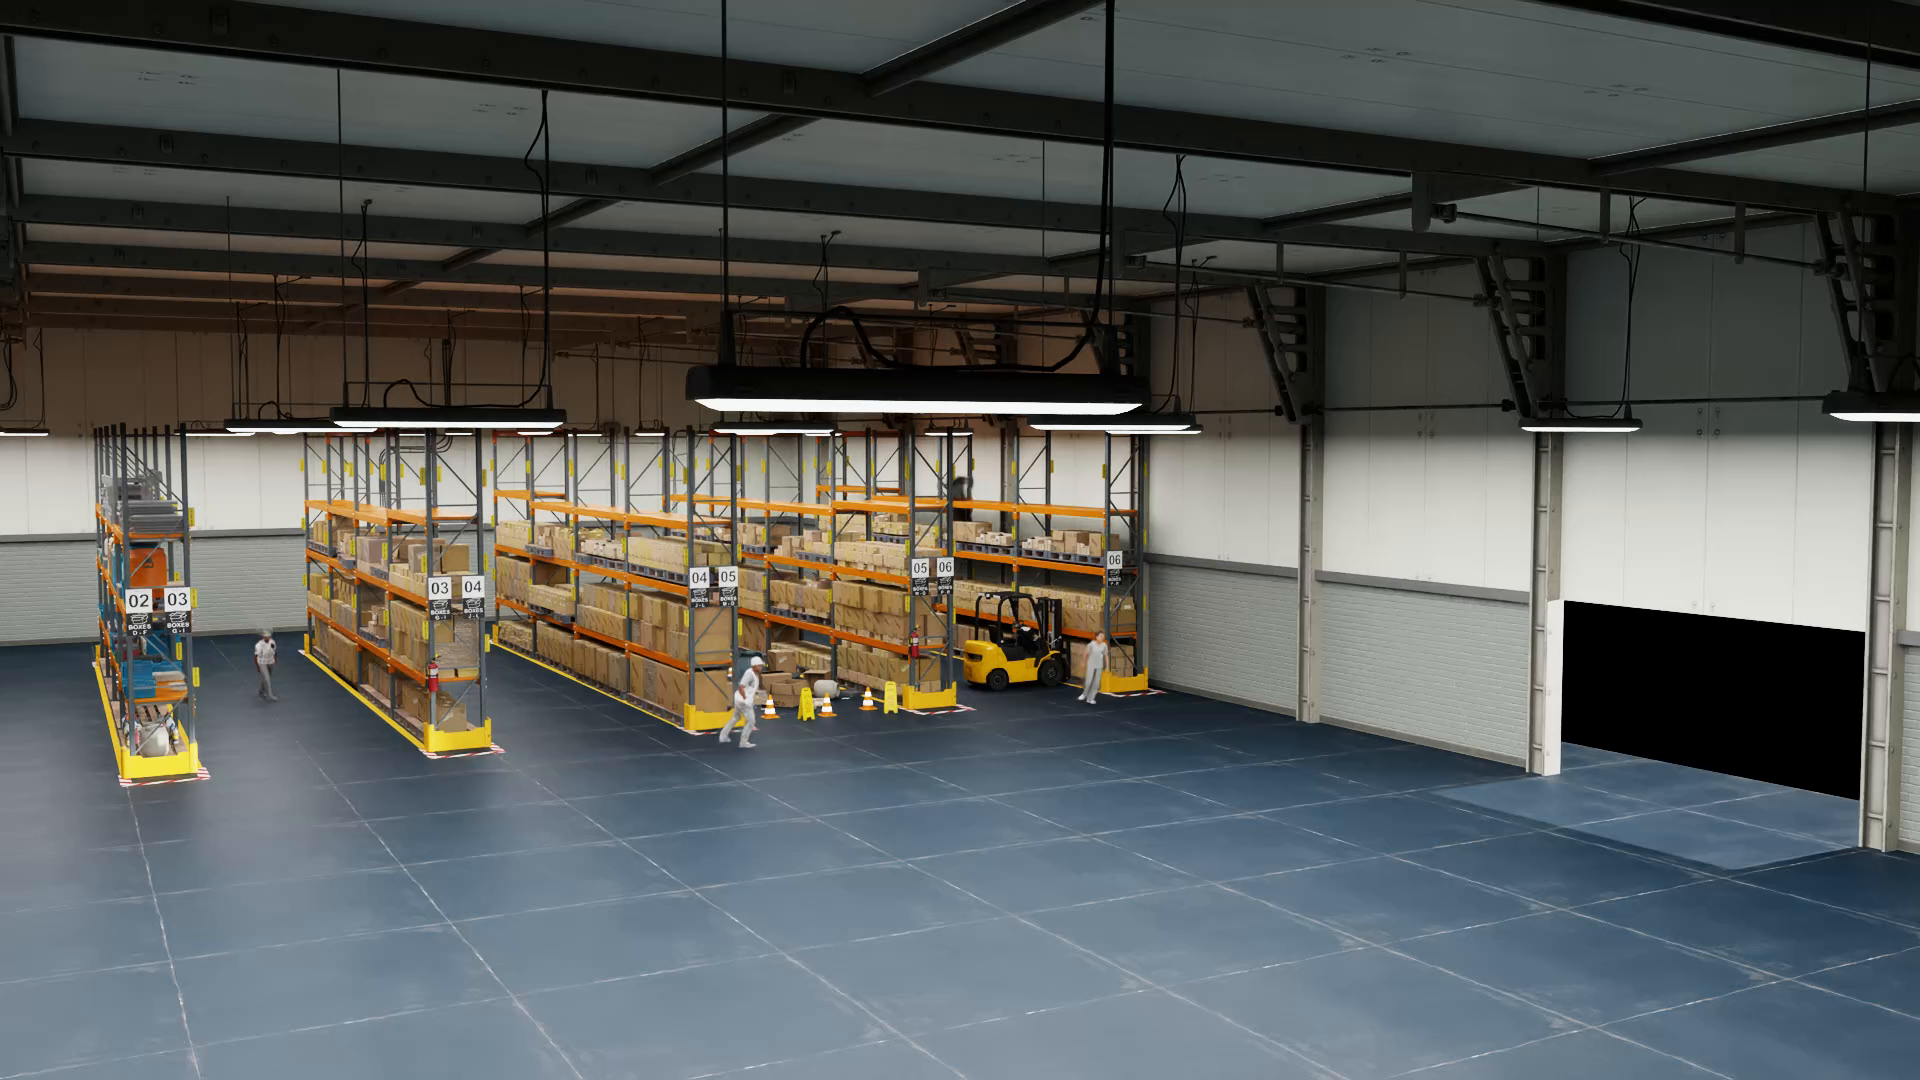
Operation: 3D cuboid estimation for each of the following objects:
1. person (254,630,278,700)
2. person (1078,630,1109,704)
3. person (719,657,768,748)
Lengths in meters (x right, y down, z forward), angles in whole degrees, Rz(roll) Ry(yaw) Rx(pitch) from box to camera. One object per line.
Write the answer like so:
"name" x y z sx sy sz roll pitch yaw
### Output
"person" -15.316 2.733 36.662 0.908 1.543 0.564 2 4 34
"person" 2.884 2.737 35.910 0.613 1.633 0.527 -1 4 -11
"person" -4.024 3.008 30.926 0.916 1.697 0.711 -1 3 -9
